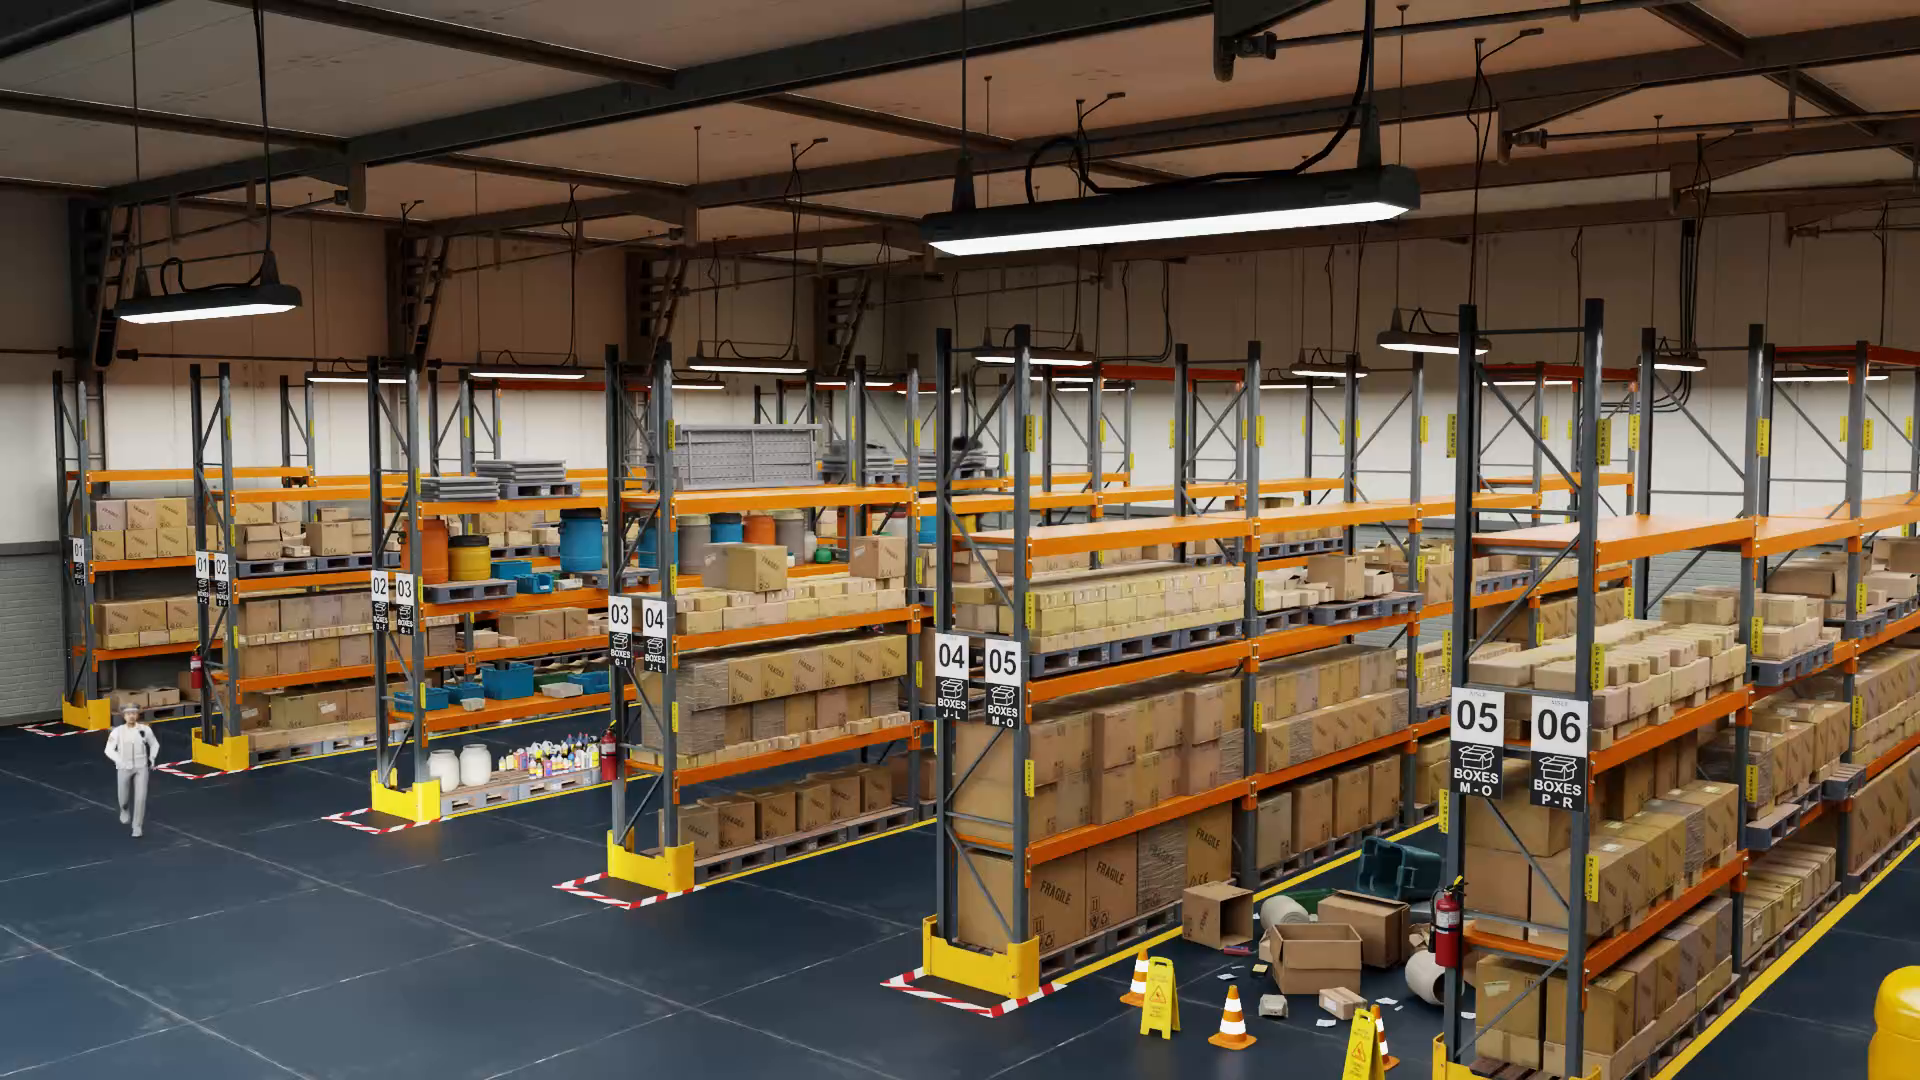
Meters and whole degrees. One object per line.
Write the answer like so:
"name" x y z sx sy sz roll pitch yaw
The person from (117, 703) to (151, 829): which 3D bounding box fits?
"person" -10.318 2.810 20.763 0.385 1.593 0.554 -2 5 -30
